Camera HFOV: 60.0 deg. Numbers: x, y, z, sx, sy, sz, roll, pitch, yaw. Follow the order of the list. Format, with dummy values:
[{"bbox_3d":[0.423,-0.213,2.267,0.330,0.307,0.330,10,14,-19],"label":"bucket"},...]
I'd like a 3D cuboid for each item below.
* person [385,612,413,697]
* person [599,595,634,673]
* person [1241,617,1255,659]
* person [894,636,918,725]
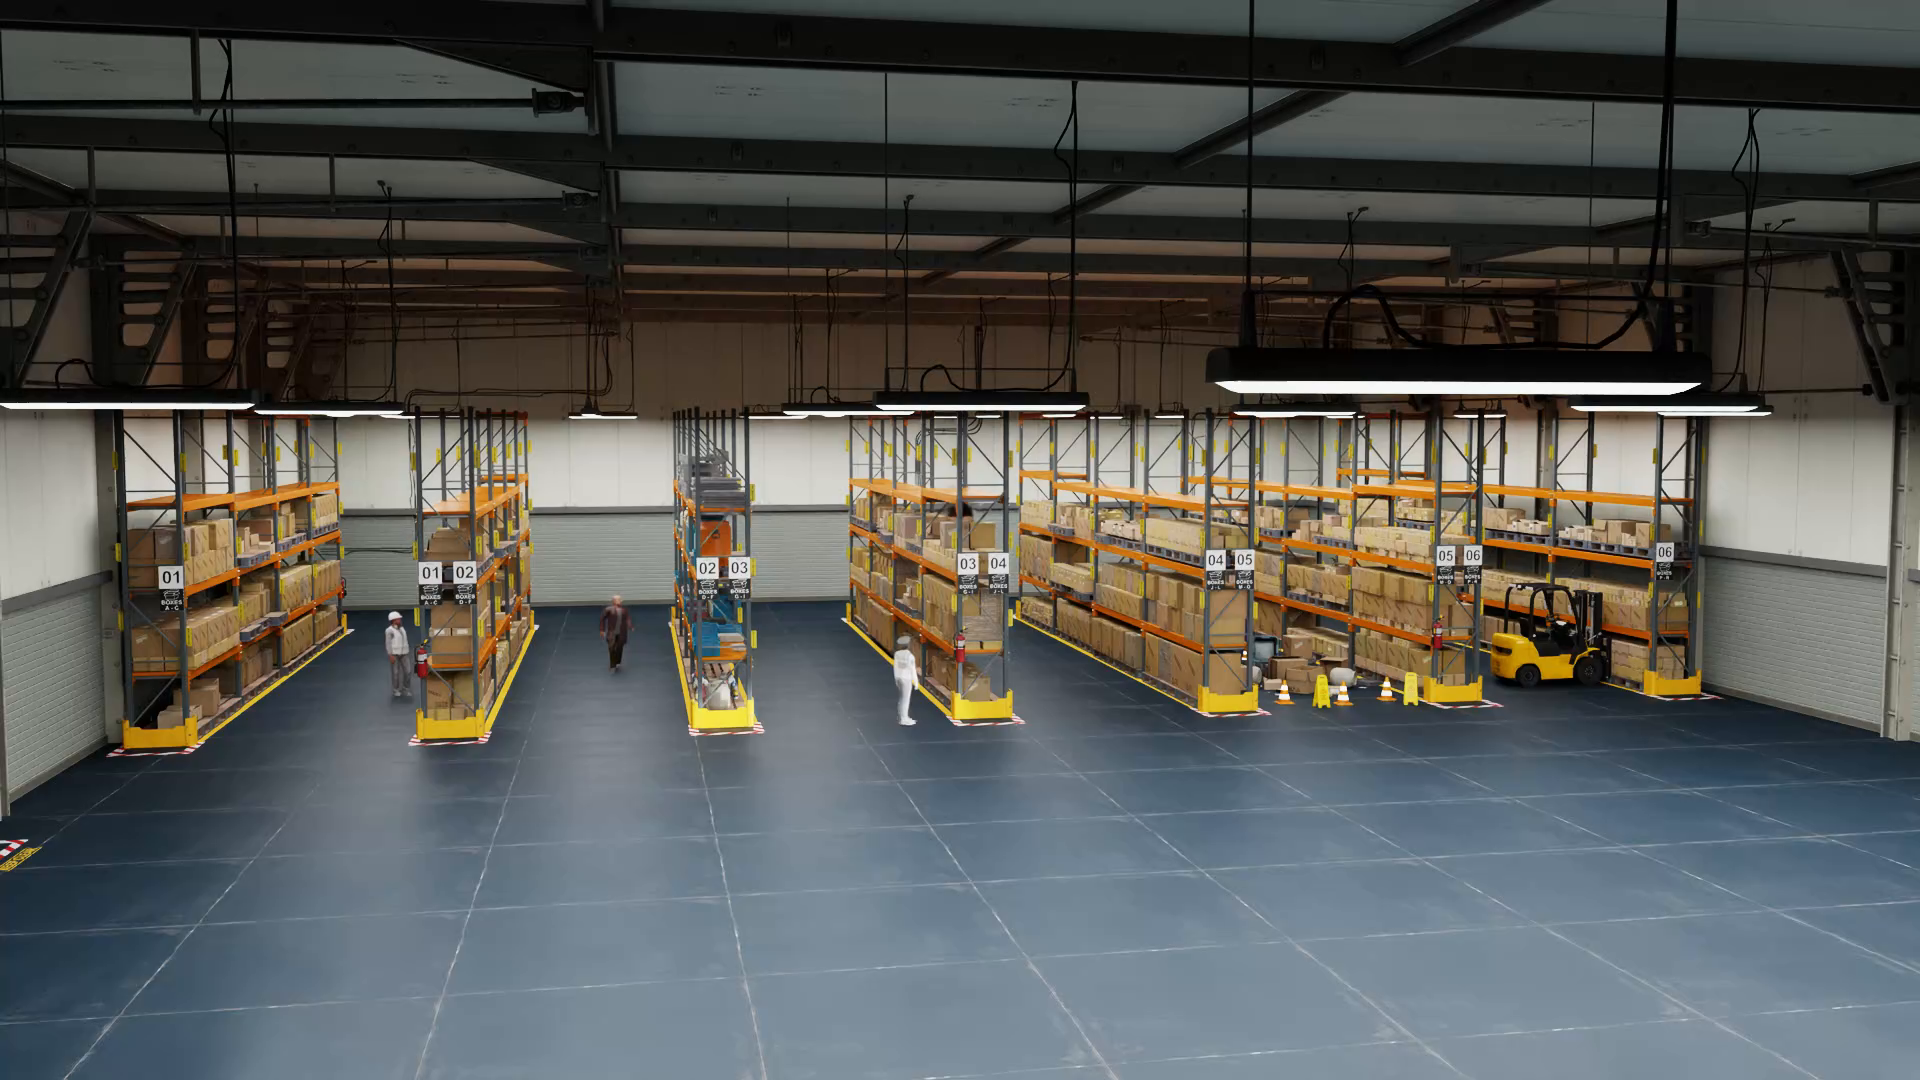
[{"bbox_3d":[-11.729,2.407,34.700,0.548,1.829,0.476,-4,5,-42],"label":"person"},{"bbox_3d":[-7.904,2.174,38.275,0.769,1.815,0.936,-1,4,-11],"label":"person"},{"bbox_3d":[6.932,2.059,40.134,0.441,1.646,0.511,0,4,6],"label":"person"},{"bbox_3d":[-1.018,2.648,31.485,0.453,1.696,0.544,-2,5,-30],"label":"person"}]
